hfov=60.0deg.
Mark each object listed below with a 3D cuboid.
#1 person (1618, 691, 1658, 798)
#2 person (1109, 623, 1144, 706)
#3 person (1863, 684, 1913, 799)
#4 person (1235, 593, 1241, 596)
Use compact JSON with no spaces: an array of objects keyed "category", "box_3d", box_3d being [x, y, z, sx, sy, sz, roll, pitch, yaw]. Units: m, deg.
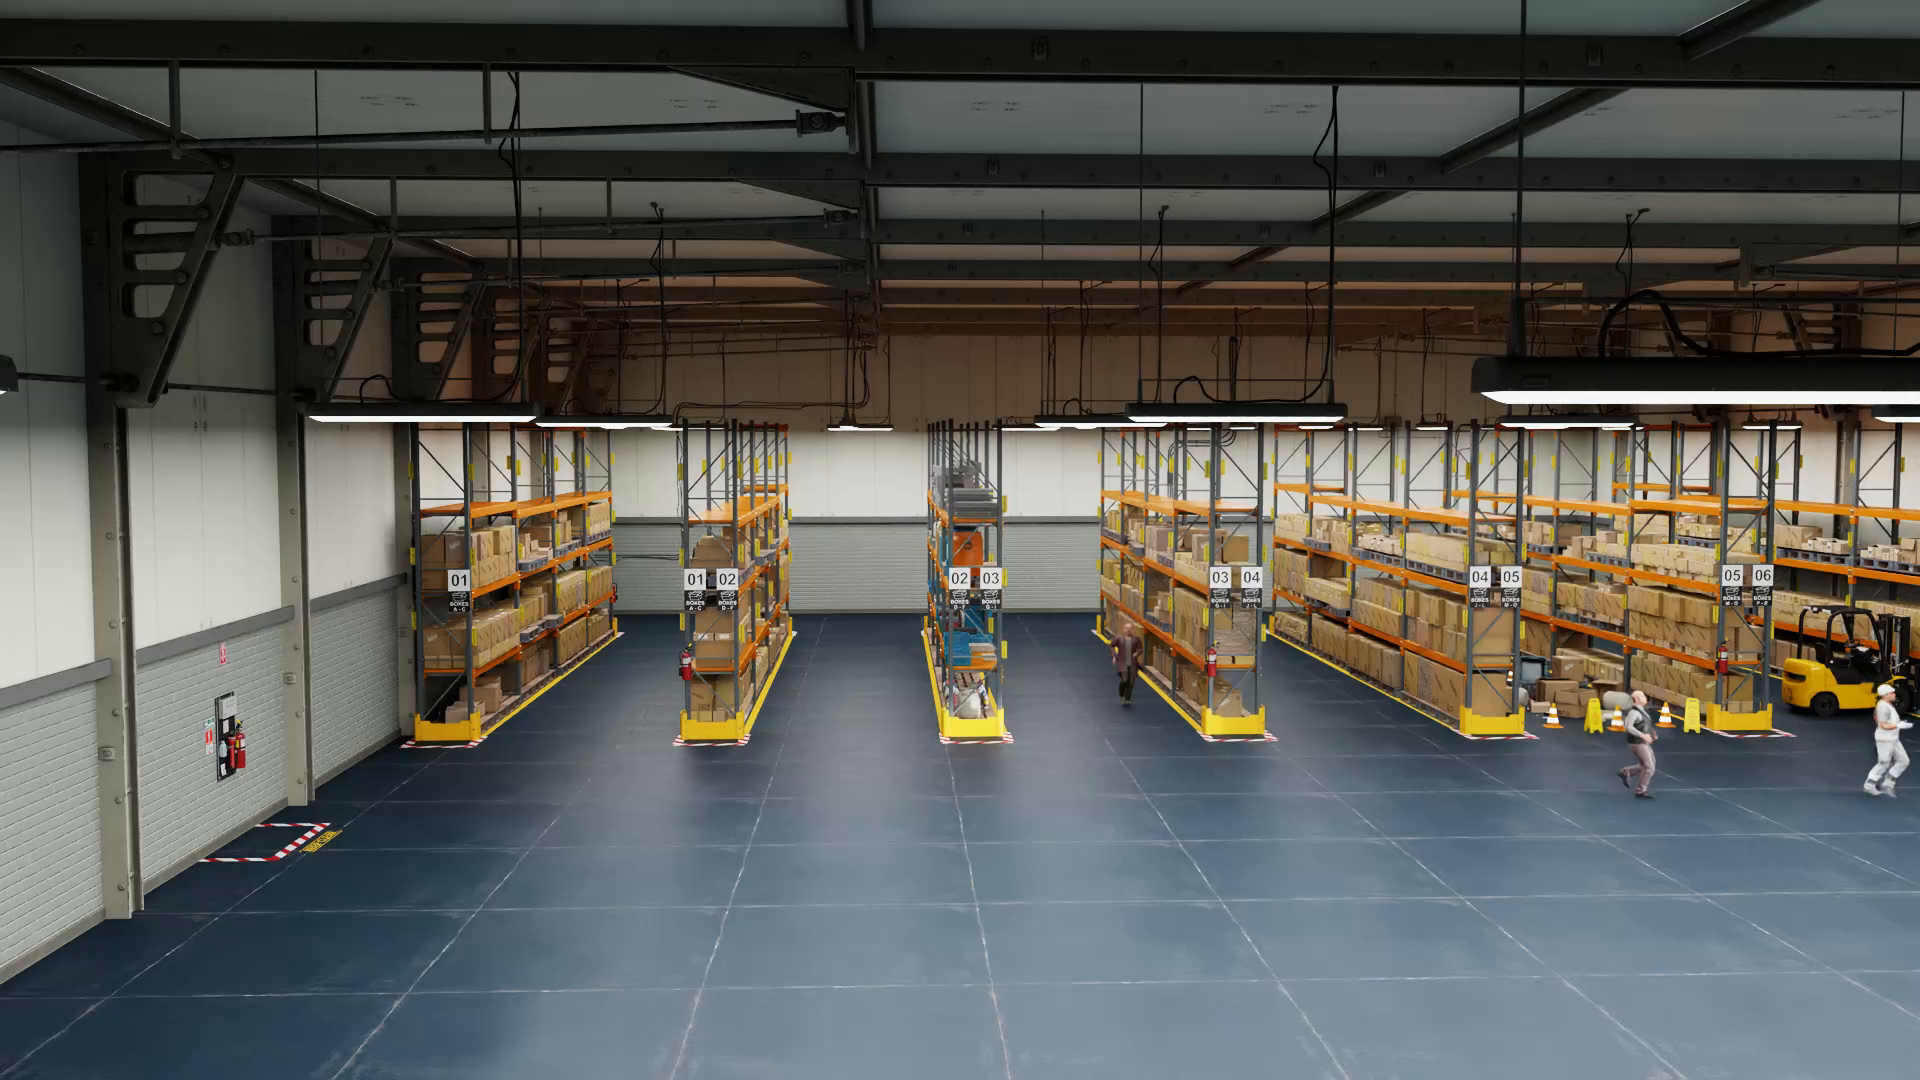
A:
[{"category":"person","box_3d":[10.676,3.206,26.220,0.614,1.671,0.659,3,5,37]},{"category":"person","box_3d":[3.504,2.612,34.740,0.691,1.740,0.692,0,4,-6]},{"category":"person","box_3d":[14.561,3.166,26.040,0.681,1.809,0.635,3,5,42]},{"category":"person","box_3d":[7.751,1.934,46.403,0.602,1.635,0.829,0,4,5]}]
